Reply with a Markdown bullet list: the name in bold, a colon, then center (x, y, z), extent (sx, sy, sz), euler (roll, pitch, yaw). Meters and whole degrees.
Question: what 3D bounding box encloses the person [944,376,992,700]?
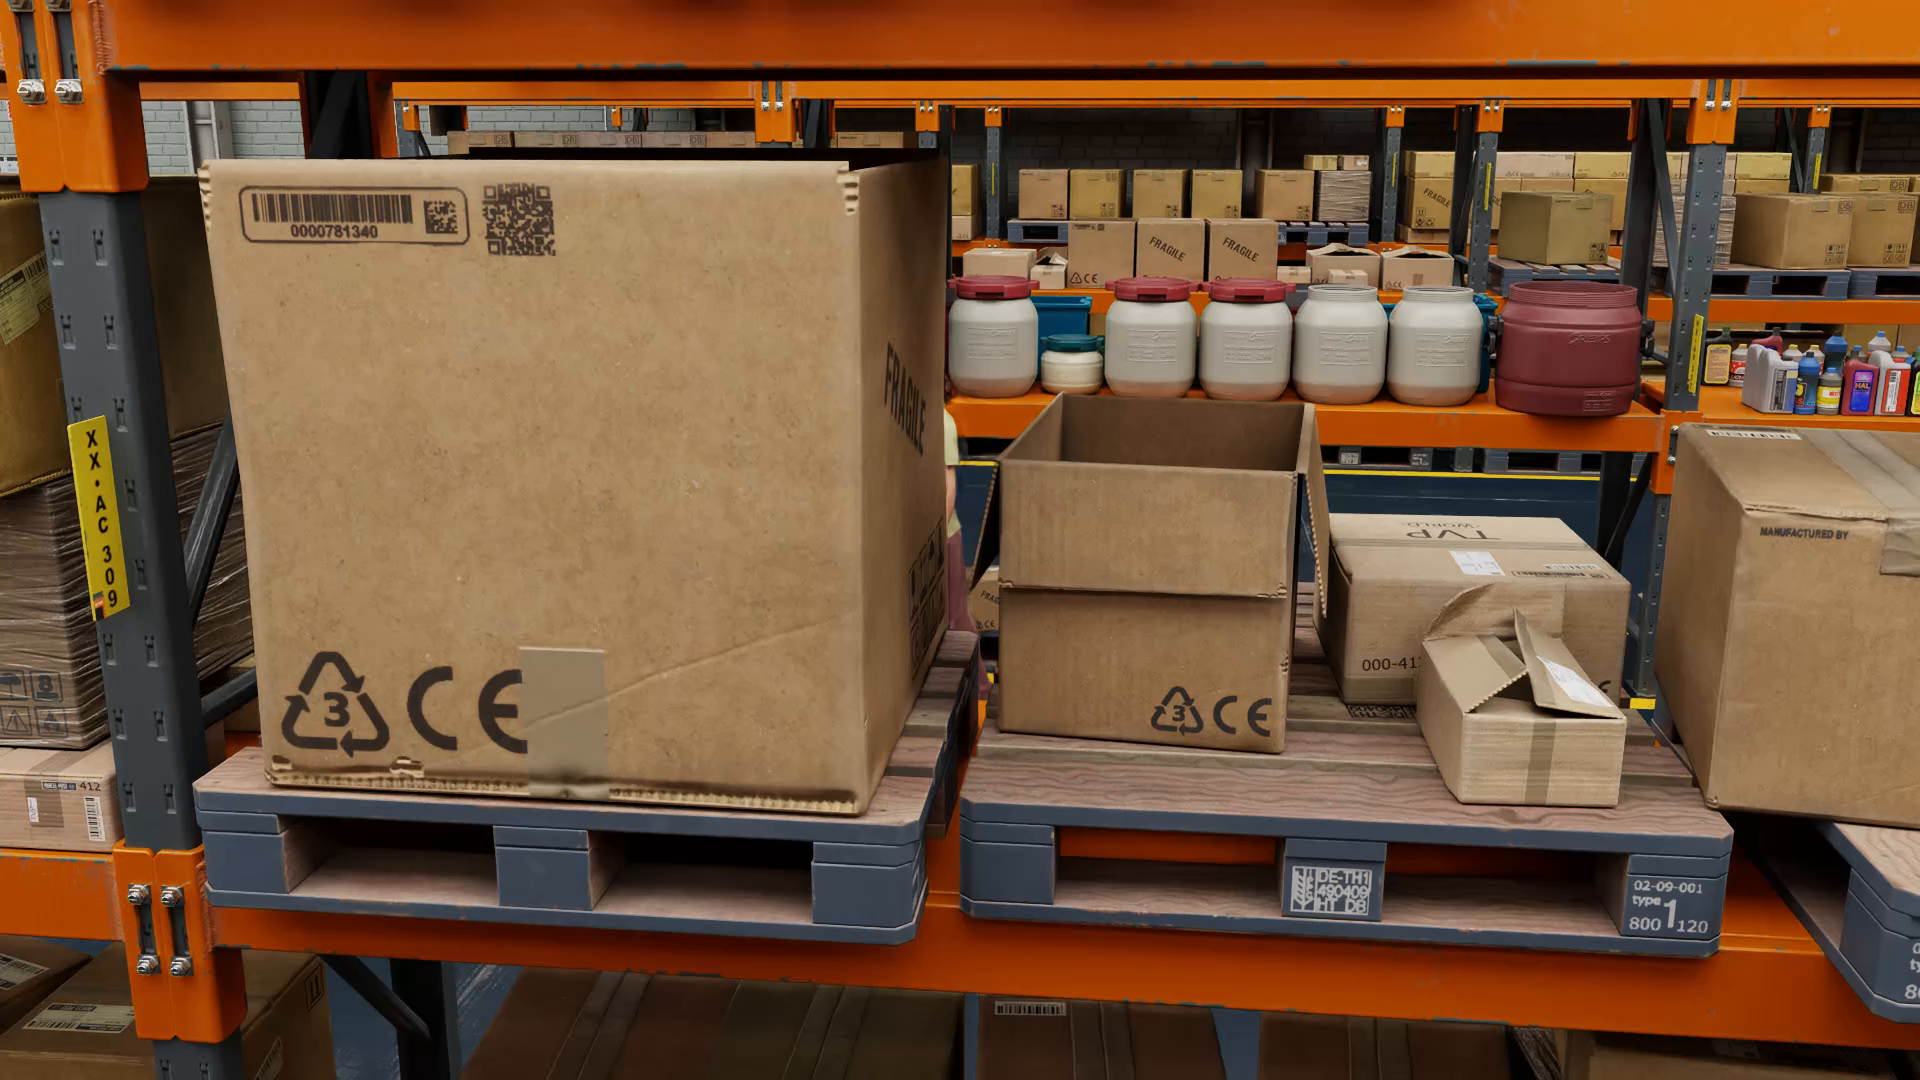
- **person**: center (-0.204, 0.024, 6.924), extent (0.793, 1.674, 0.511), euler (-12, 18, -38)
